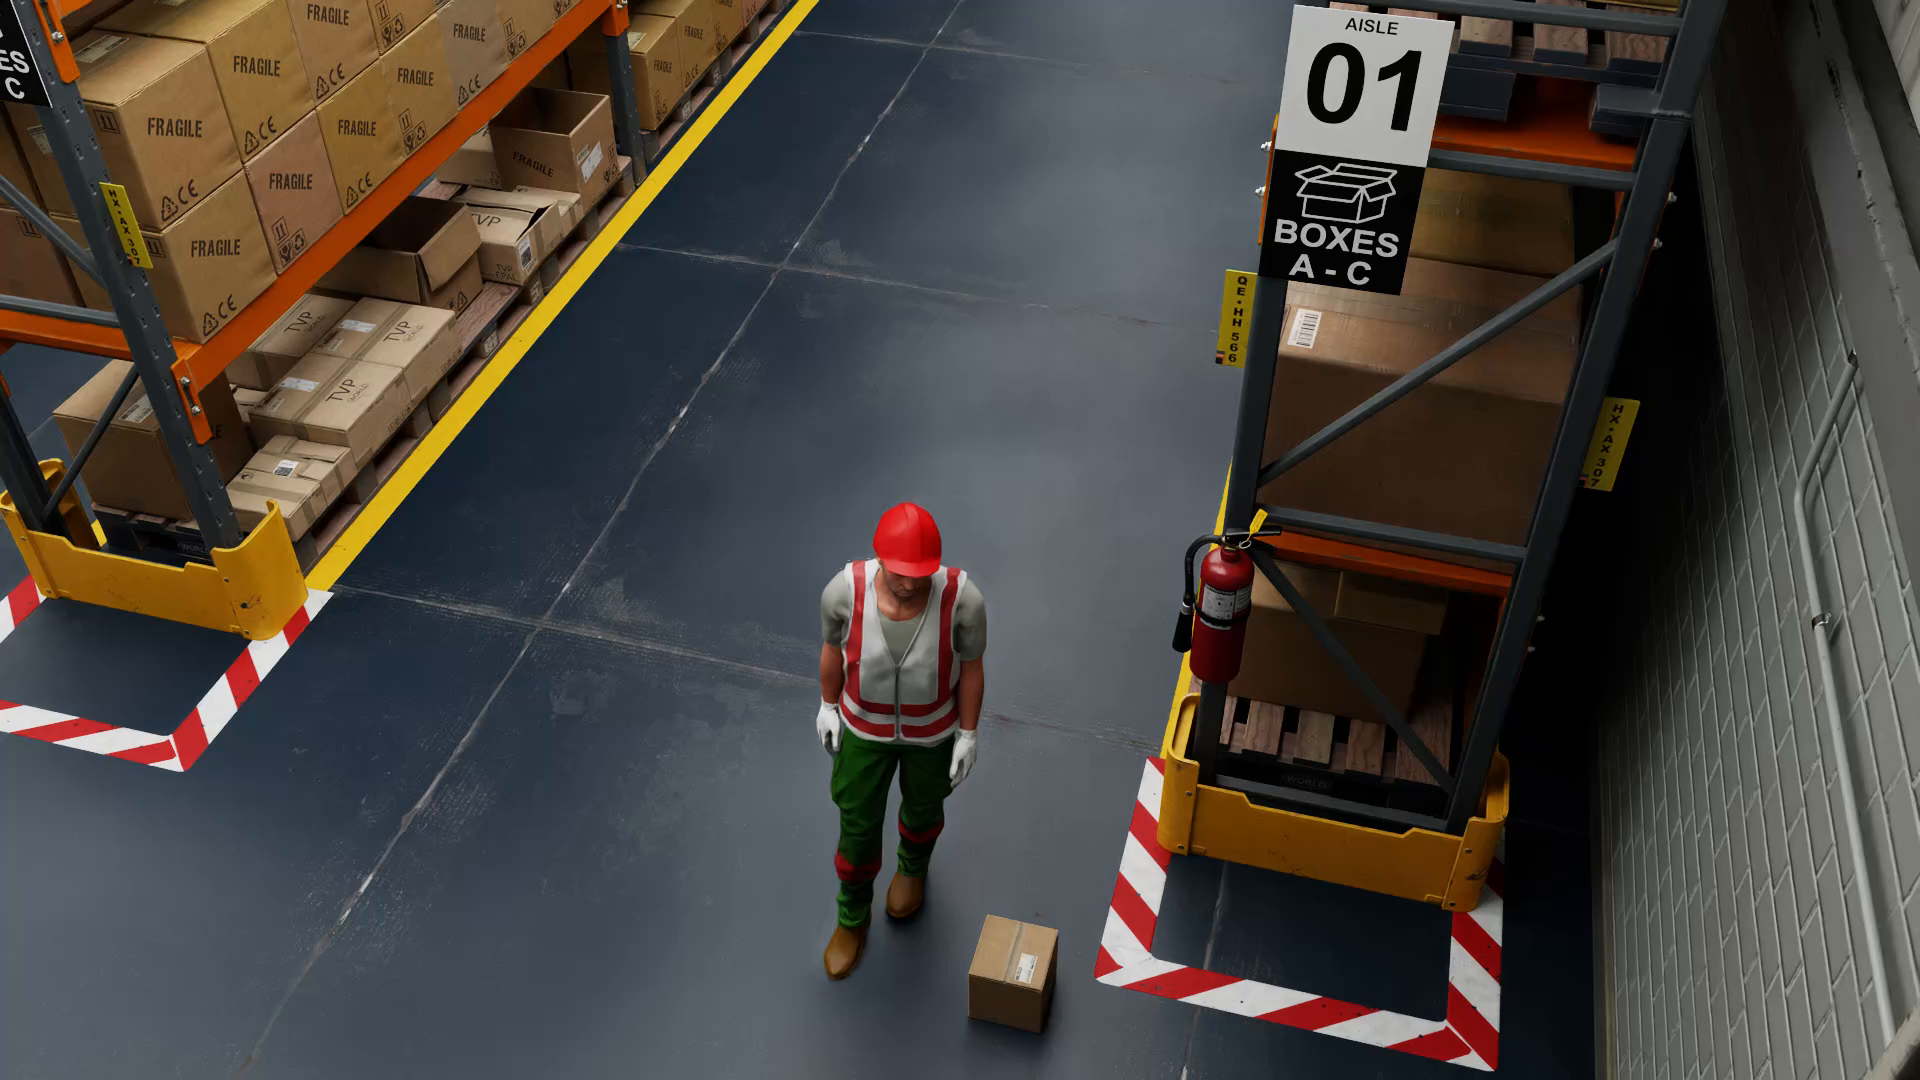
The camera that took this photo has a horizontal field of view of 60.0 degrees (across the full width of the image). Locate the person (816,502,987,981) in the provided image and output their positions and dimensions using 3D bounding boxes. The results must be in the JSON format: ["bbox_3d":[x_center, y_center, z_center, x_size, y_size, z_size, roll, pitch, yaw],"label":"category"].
[{"bbox_3d":[-0.200,0.664,5.358,0.560,1.799,0.560,1,41,1],"label":"person"}]
